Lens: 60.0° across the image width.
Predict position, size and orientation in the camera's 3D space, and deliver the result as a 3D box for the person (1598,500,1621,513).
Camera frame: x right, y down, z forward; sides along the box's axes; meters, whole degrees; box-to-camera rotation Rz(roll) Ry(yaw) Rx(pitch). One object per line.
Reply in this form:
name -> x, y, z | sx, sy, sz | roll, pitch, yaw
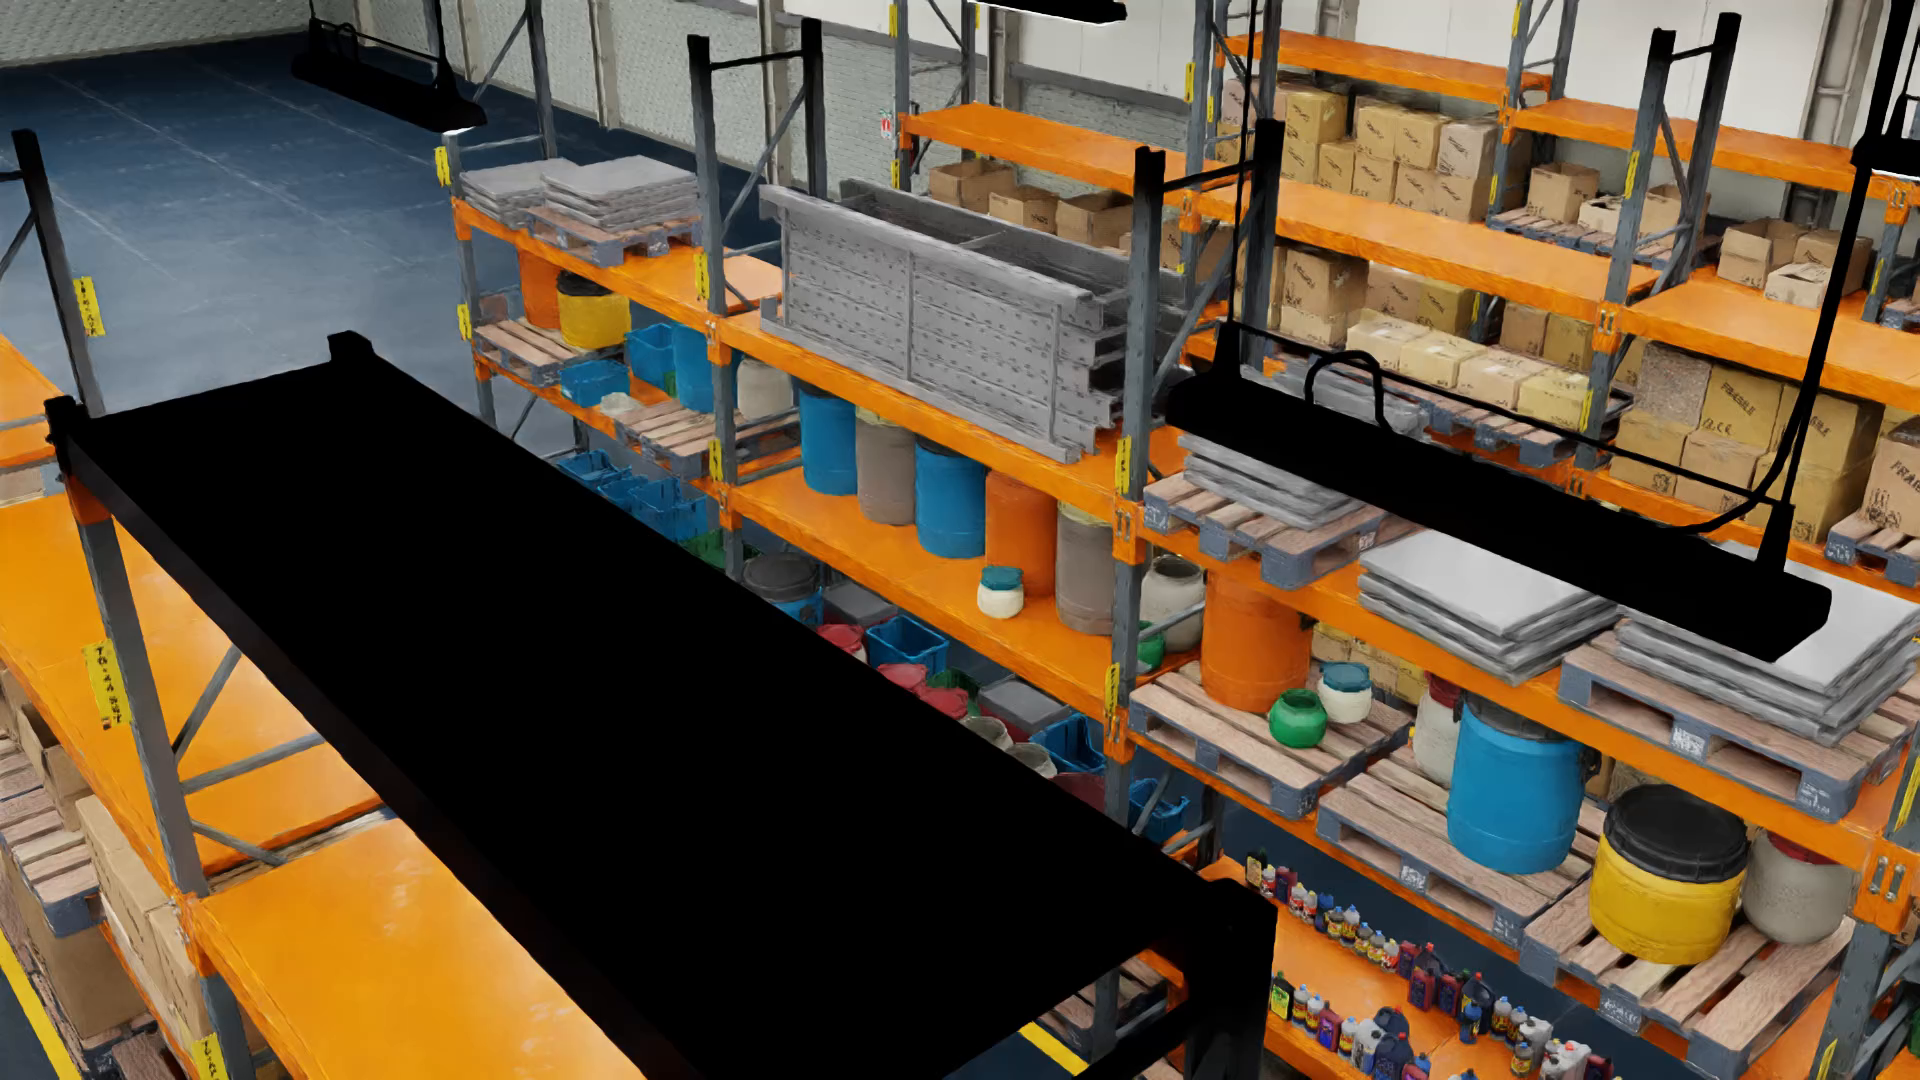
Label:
person -> 6.094, 0.108, 15.592 | 0.598, 1.619, 0.507 | -23, 35, -38
